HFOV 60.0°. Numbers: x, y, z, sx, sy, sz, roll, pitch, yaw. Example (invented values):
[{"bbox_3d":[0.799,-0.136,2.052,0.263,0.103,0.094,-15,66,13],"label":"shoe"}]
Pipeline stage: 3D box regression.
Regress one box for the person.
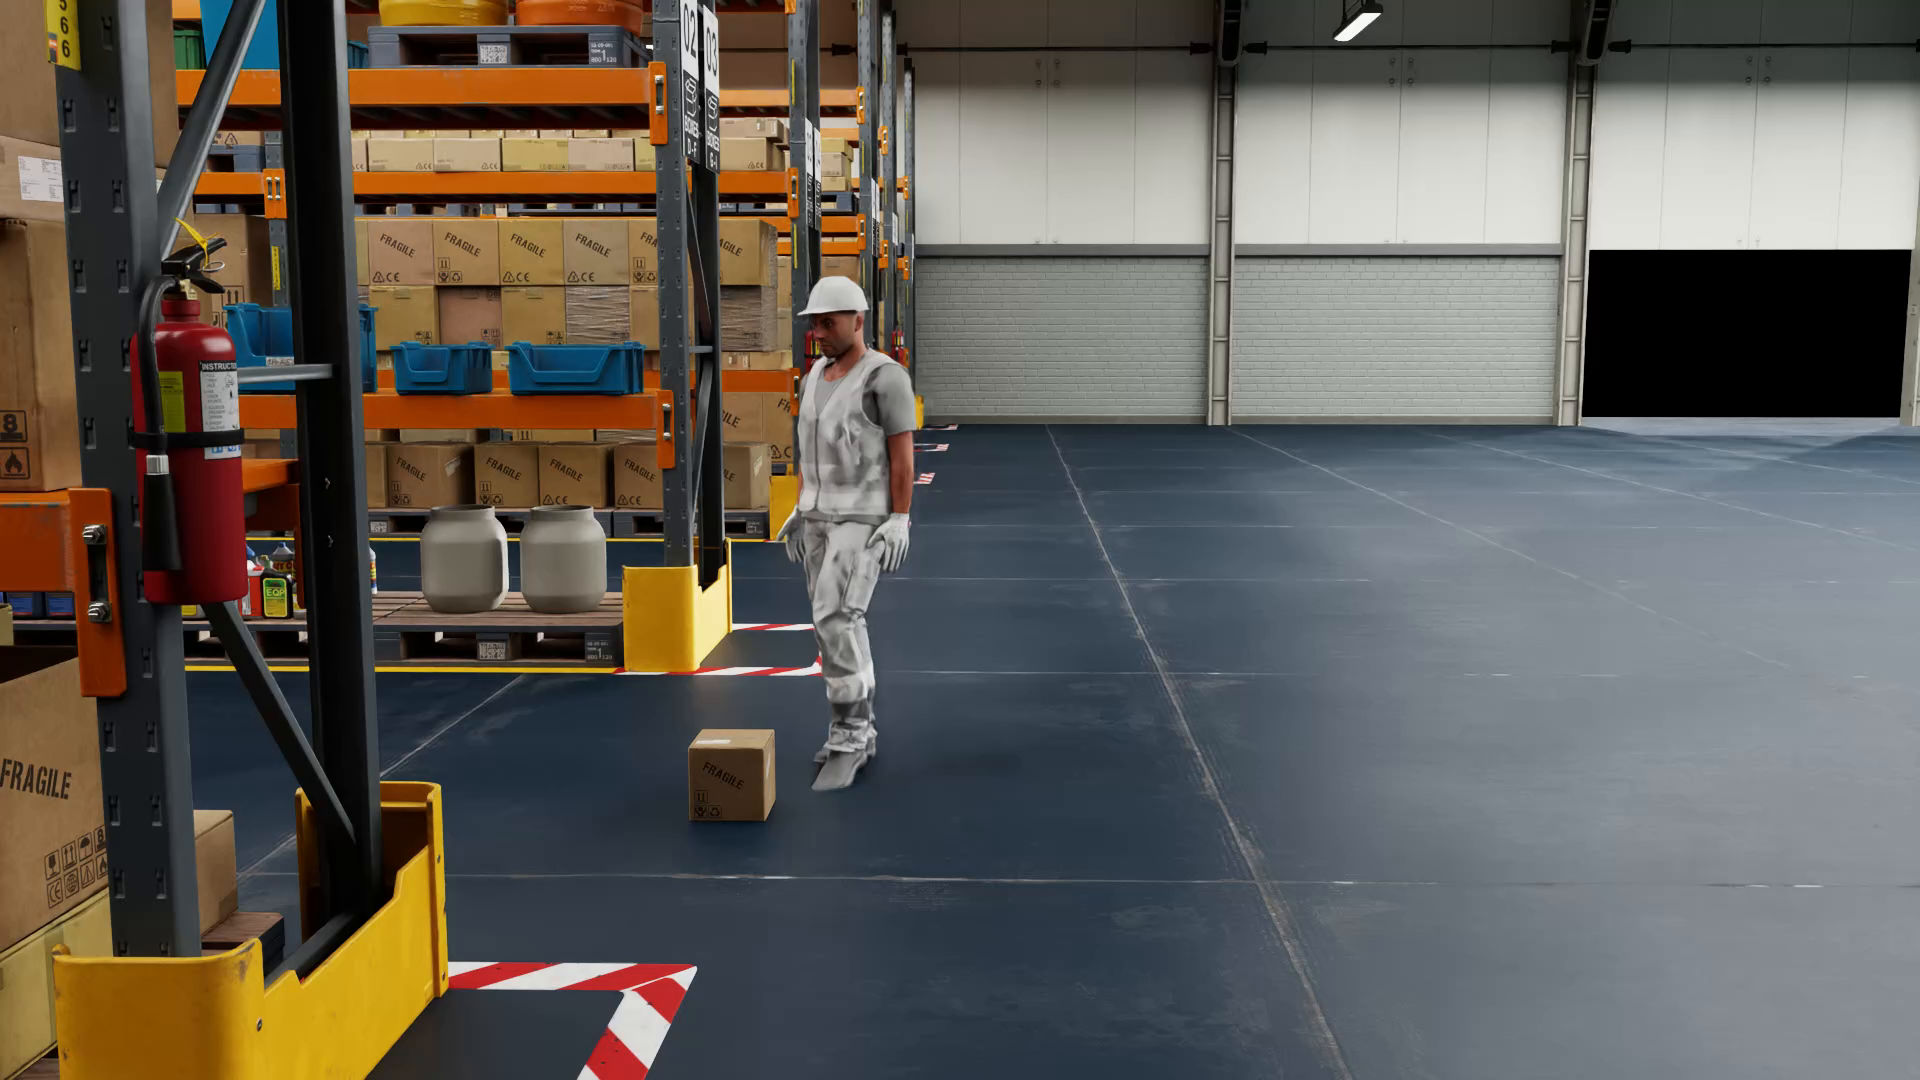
[{"bbox_3d":[-0.466,-0.031,6.020,0.471,1.831,0.571,-6,10,-42],"label":"person"}]
